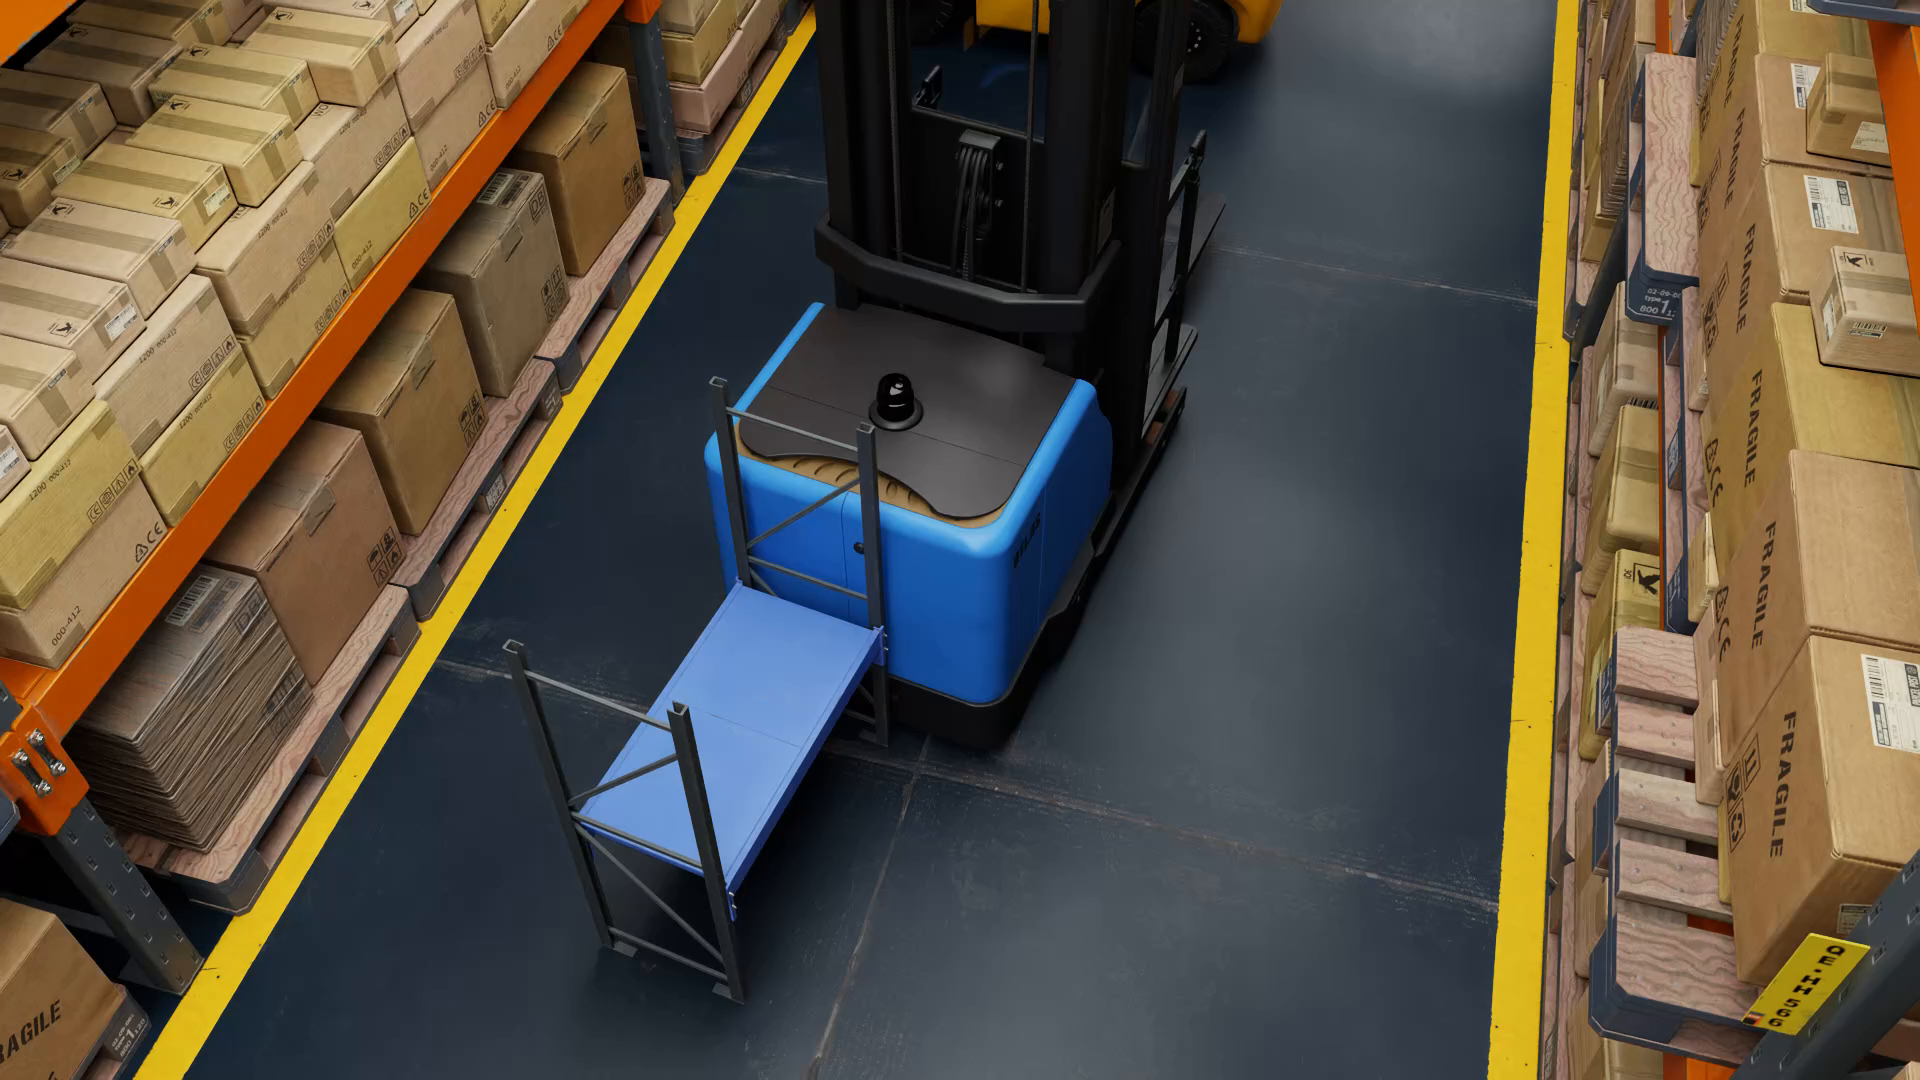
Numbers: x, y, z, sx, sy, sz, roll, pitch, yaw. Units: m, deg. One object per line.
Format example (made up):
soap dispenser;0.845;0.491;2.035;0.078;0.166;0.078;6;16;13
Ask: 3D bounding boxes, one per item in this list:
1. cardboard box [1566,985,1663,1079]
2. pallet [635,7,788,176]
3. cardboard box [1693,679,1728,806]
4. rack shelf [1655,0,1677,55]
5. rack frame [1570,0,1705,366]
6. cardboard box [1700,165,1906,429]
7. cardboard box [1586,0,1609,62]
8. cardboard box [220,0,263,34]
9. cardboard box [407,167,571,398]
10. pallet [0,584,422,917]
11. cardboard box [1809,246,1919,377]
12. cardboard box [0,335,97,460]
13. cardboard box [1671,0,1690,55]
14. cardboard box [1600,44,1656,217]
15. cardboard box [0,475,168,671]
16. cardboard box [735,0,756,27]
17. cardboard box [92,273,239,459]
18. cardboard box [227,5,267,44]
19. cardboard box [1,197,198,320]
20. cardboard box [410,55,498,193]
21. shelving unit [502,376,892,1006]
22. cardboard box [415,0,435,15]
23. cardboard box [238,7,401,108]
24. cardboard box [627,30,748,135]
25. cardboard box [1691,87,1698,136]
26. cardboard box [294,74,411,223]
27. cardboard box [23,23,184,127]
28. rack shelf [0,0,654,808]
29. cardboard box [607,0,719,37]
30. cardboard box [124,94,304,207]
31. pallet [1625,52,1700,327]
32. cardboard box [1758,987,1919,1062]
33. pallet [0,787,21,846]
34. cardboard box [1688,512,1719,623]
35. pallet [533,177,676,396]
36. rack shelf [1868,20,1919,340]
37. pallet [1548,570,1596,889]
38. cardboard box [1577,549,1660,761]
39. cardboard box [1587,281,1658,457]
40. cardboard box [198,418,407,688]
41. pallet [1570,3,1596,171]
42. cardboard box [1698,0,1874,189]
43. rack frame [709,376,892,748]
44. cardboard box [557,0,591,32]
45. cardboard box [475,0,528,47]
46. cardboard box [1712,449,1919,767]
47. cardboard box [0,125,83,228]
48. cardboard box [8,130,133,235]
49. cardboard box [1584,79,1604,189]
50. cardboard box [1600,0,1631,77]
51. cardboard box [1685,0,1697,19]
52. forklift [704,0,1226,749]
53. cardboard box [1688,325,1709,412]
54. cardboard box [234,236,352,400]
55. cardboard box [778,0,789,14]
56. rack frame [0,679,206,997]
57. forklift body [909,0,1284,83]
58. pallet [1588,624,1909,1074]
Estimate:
cardboard box;2.134;1.548;4.356;0.950;0.372;0.625;9;49;7
pallet;-1.512;-2.290;8.131;1.003;0.211;1.213;12;50;10
cardboard box;1.858;0.485;3.709;0.380;0.149;0.250;11;50;10
rack shelf;3.554;-2.878;7.269;1.077;0.370;4.000;12;50;10
rack frame;3.028;-1.669;5.723;1.000;3.000;0.127;12;50;10
cardboard box;2.229;-0.566;4.204;0.500;0.500;0.500;10;49;8
cardboard box;3.329;-2.498;8.008;0.500;0.250;0.500;15;50;13
cardboard box;-2.448;-1.770;5.312;0.380;0.149;0.250;11;50;10
cardboard box;-2.100;-1.060;6.489;0.875;0.625;0.625;11;50;10
pallet;-2.560;0.582;5.596;1.003;0.211;1.213;12;50;10
cardboard box;2.134;-0.500;3.713;0.380;0.149;0.250;9;49;8
cardboard box;-2.377;-0.366;4.073;0.380;0.149;0.250;13;50;11
cardboard box;2.819;-1.879;6.075;0.380;0.149;0.250;11;50;10
cardboard box;2.925;-1.628;6.739;0.500;0.500;0.500;11;49;10
cardboard box;-2.462;0.024;4.328;0.500;0.250;0.500;12;50;10
cardboard box;-1.206;-2.694;7.848;0.500;0.250;0.500;11;50;10
cardboard box;-2.329;-0.503;4.460;0.500;0.250;0.500;13;50;11
cardboard box;-2.431;-1.715;5.530;0.500;0.250;0.500;10;49;9
cardboard box;-2.278;-0.749;4.411;0.380;0.149;0.250;12;50;10
cardboard box;-1.929;-1.463;5.640;0.500;0.250;0.500;12;50;10
shelving unit;-0.669;0.472;4.833;0.538;1.500;1.048;18;51;15
cardboard box;-1.874;-1.853;5.385;0.380;0.149;0.250;10;49;9
cardboard box;-1.940;-1.466;5.044;0.380;0.149;0.250;10;49;9
cardboard box;-1.315;-2.160;7.709;0.500;0.250;0.500;12;50;10
cardboard box;2.578;-1.388;5.362;0.380;0.149;0.250;12;50;11
cardboard box;-2.064;-1.253;5.122;0.500;0.250;0.500;12;50;11
cardboard box;-2.539;-1.390;4.977;0.380;0.149;0.250;13;50;11
rack shelf;-2.288;-0.962;5.578;1.077;0.370;4.000;12;50;10
cardboard box;-1.332;-2.494;7.338;0.500;0.250;0.500;11;49;9
cardboard box;-2.117;-1.109;4.729;0.380;0.149;0.250;13;50;11
pallet;2.687;-1.082;5.332;1.003;0.211;1.213;12;50;10
cardboard box;1.835;0.884;3.356;0.380;0.149;0.250;13;50;11
pallet;-2.925;0.815;3.658;1.213;0.211;1.003;12;50;10
cardboard box;1.991;0.103;4.046;0.380;0.149;0.250;12;50;11
pallet;-1.918;-1.183;7.153;1.003;0.211;1.213;12;50;10
rack shelf;2.502;-0.977;3.591;1.077;0.370;4.000;12;50;10
pallet;2.505;0.702;5.490;1.003;0.211;1.213;12;50;10
cardboard box;2.525;0.465;5.312;0.950;0.372;0.625;13;50;11
cardboard box;2.892;-0.559;6.215;0.950;0.372;0.625;12;50;11
cardboard box;-2.473;-0.029;5.578;0.875;0.625;0.625;13;50;11
pallet;3.490;-2.125;7.984;1.003;0.211;1.213;12;50;10
cardboard box;2.497;-1.295;4.847;0.500;0.500;0.500;12;50;10
rack frame;-0.466;0.123;5.141;0.500;1.500;0.032;18;51;15
cardboard box;-1.642;-2.180;6.274;0.500;0.250;0.500;13;50;11
cardboard box;-1.773;-1.983;5.766;0.500;0.250;0.500;10;49;9
cardboard box;1.952;0.194;3.533;0.500;0.500;0.500;11;49;9
cardboard box;-2.695;-1.027;4.657;0.380;0.149;0.250;11;50;10
cardboard box;-2.697;-0.980;4.881;0.500;0.250;0.500;11;50;10
cardboard box;3.055;-1.766;7.362;0.500;0.250;0.500;10;49;9
cardboard box;3.190;-2.365;7.390;0.500;0.500;0.500;14;50;12
cardboard box;2.905;-2.171;5.901;0.500;0.500;0.500;10;49;9
forklift;0.250;-1.398;5.529;1.130;2.935;3.031;18;51;15
cardboard box;2.208;-0.451;4.534;0.380;0.149;0.250;13;50;11
cardboard box;-2.196;-0.713;4.979;0.500;0.250;0.500;10;49;9
cardboard box;-1.076;-2.905;8.367;0.500;0.250;0.500;12;50;11
rack frame;-2.814;0.247;4.031;1.000;3.000;0.127;12;50;10
forklift body;0.552;-3.527;7.928;2.313;2.155;1.214;12;50;10
pallet;2.060;0.751;3.715;1.213;0.211;1.003;12;50;10
